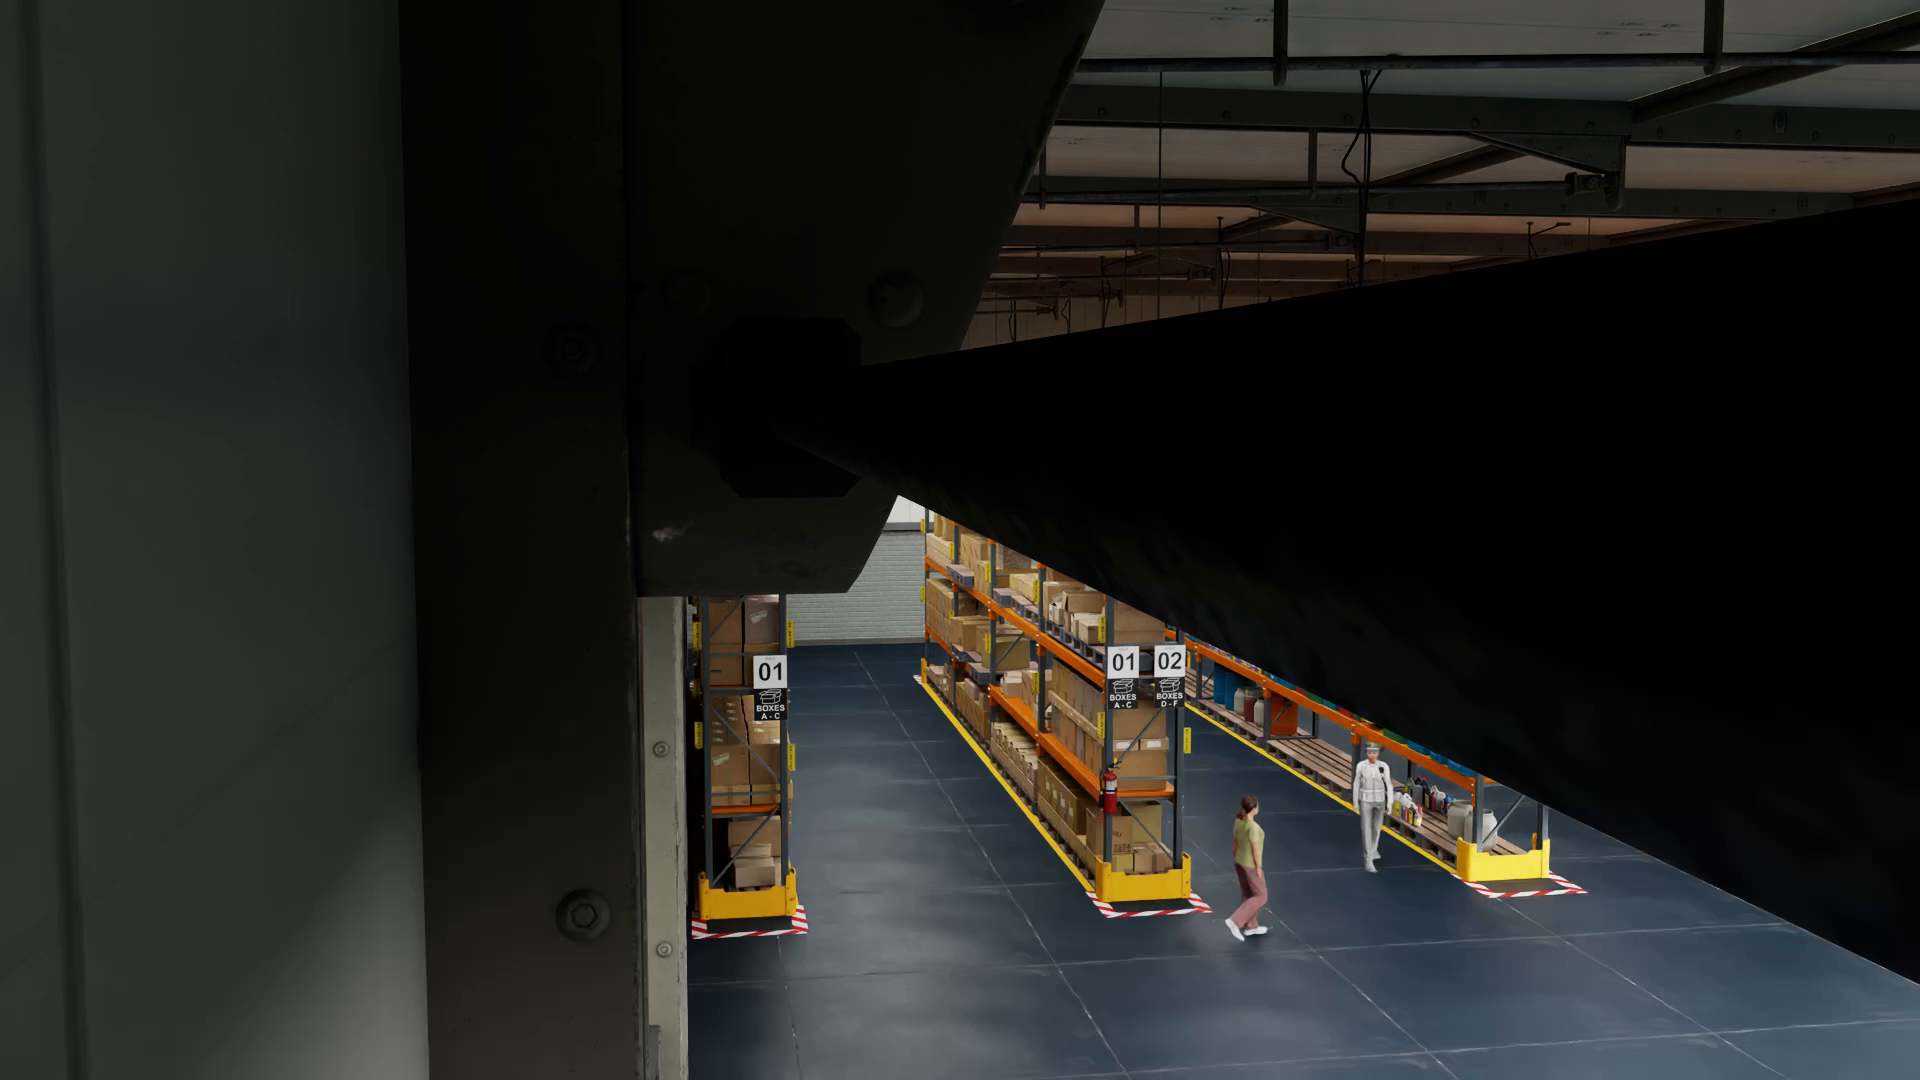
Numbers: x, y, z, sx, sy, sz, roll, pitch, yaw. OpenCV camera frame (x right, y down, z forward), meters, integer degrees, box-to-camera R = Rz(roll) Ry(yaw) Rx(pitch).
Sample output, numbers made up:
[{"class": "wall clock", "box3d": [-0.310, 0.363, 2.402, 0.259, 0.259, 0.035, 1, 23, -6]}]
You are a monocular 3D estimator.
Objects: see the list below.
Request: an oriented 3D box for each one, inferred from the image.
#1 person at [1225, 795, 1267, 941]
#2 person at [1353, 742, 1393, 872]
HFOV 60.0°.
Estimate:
[{"class": "person", "box3d": [3.325, 3.795, 19.303, 0.638, 1.667, 0.487, -2, 5, -24]}, {"class": "person", "box3d": [5.552, 3.533, 22.314, 0.510, 1.667, 0.823, 1, 5, 7]}]
